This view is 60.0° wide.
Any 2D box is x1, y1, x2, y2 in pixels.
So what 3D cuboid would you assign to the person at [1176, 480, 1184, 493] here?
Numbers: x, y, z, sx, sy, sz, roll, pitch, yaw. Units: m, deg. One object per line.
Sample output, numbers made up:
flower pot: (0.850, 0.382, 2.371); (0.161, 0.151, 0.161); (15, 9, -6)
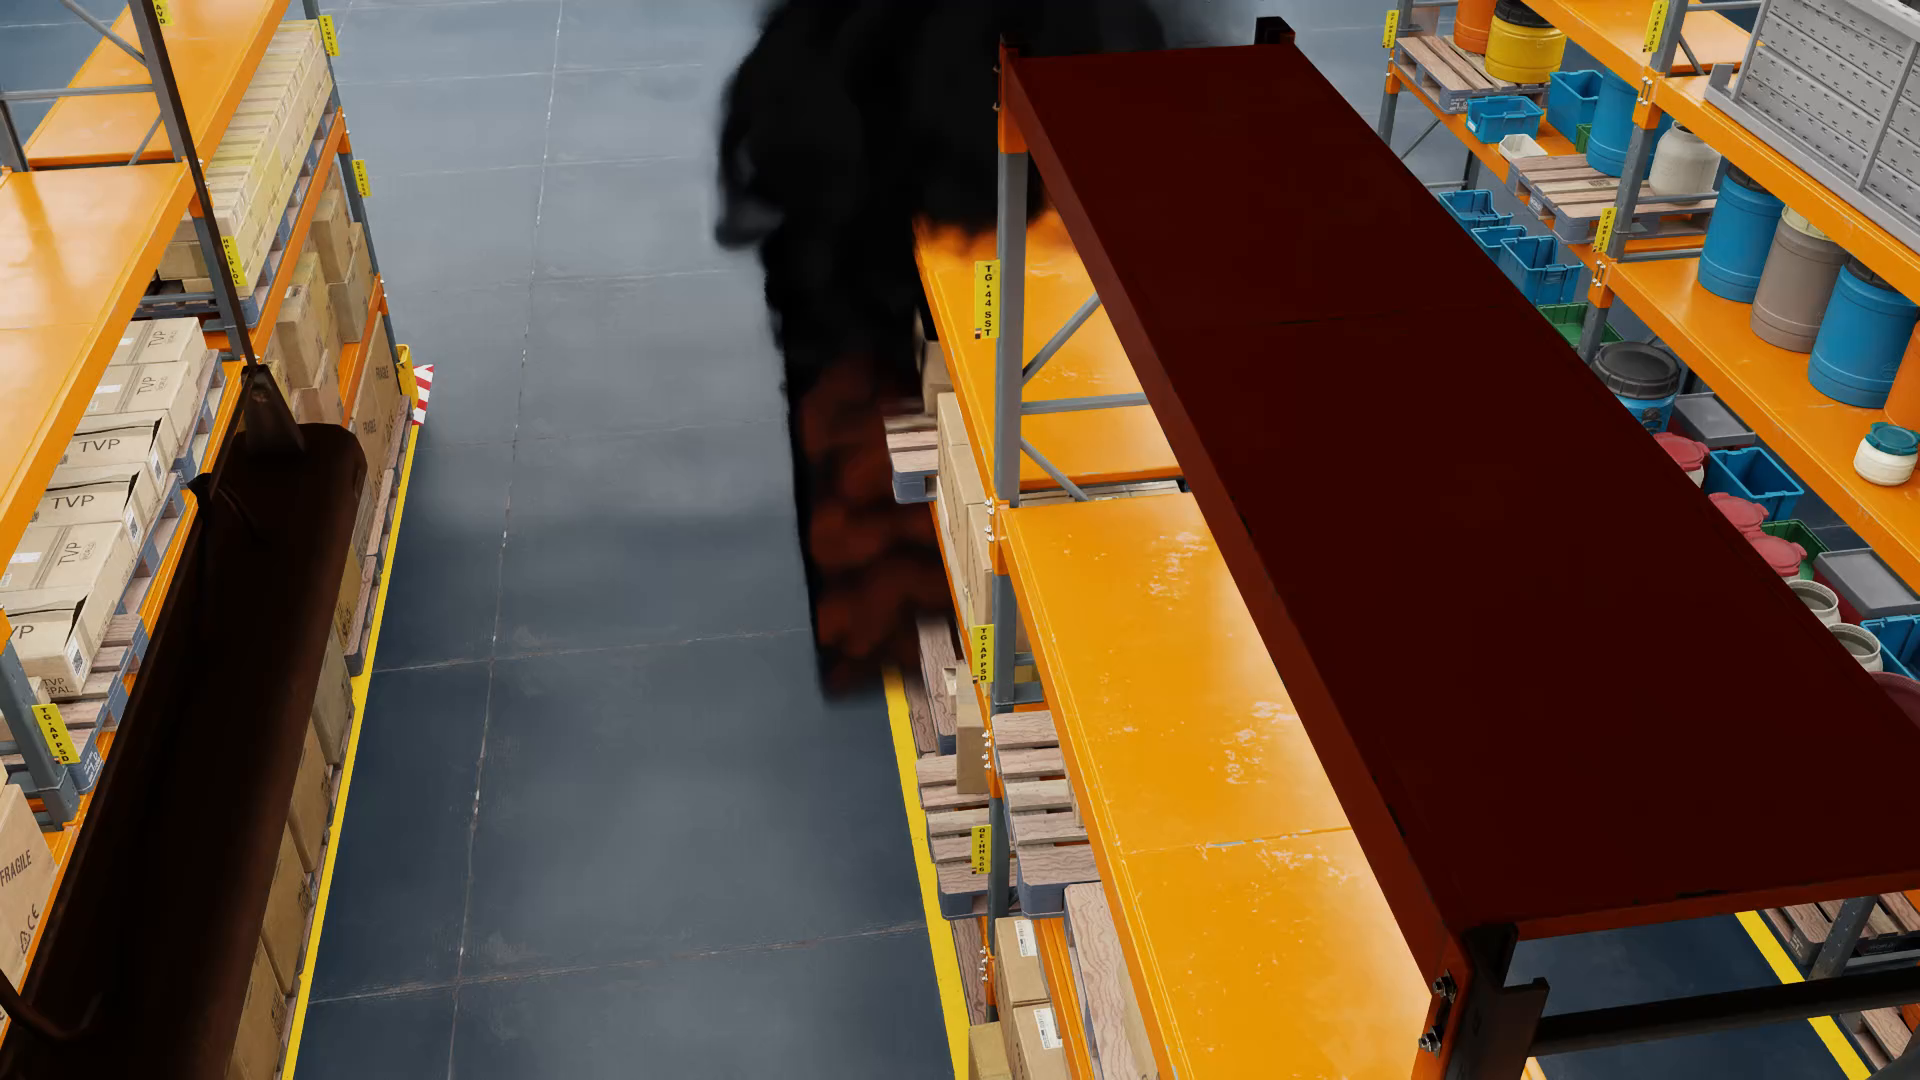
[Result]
person: (1.424, -0.264, 12.369); (0.627, 1.733, 0.703); (-4, 36, -6)
